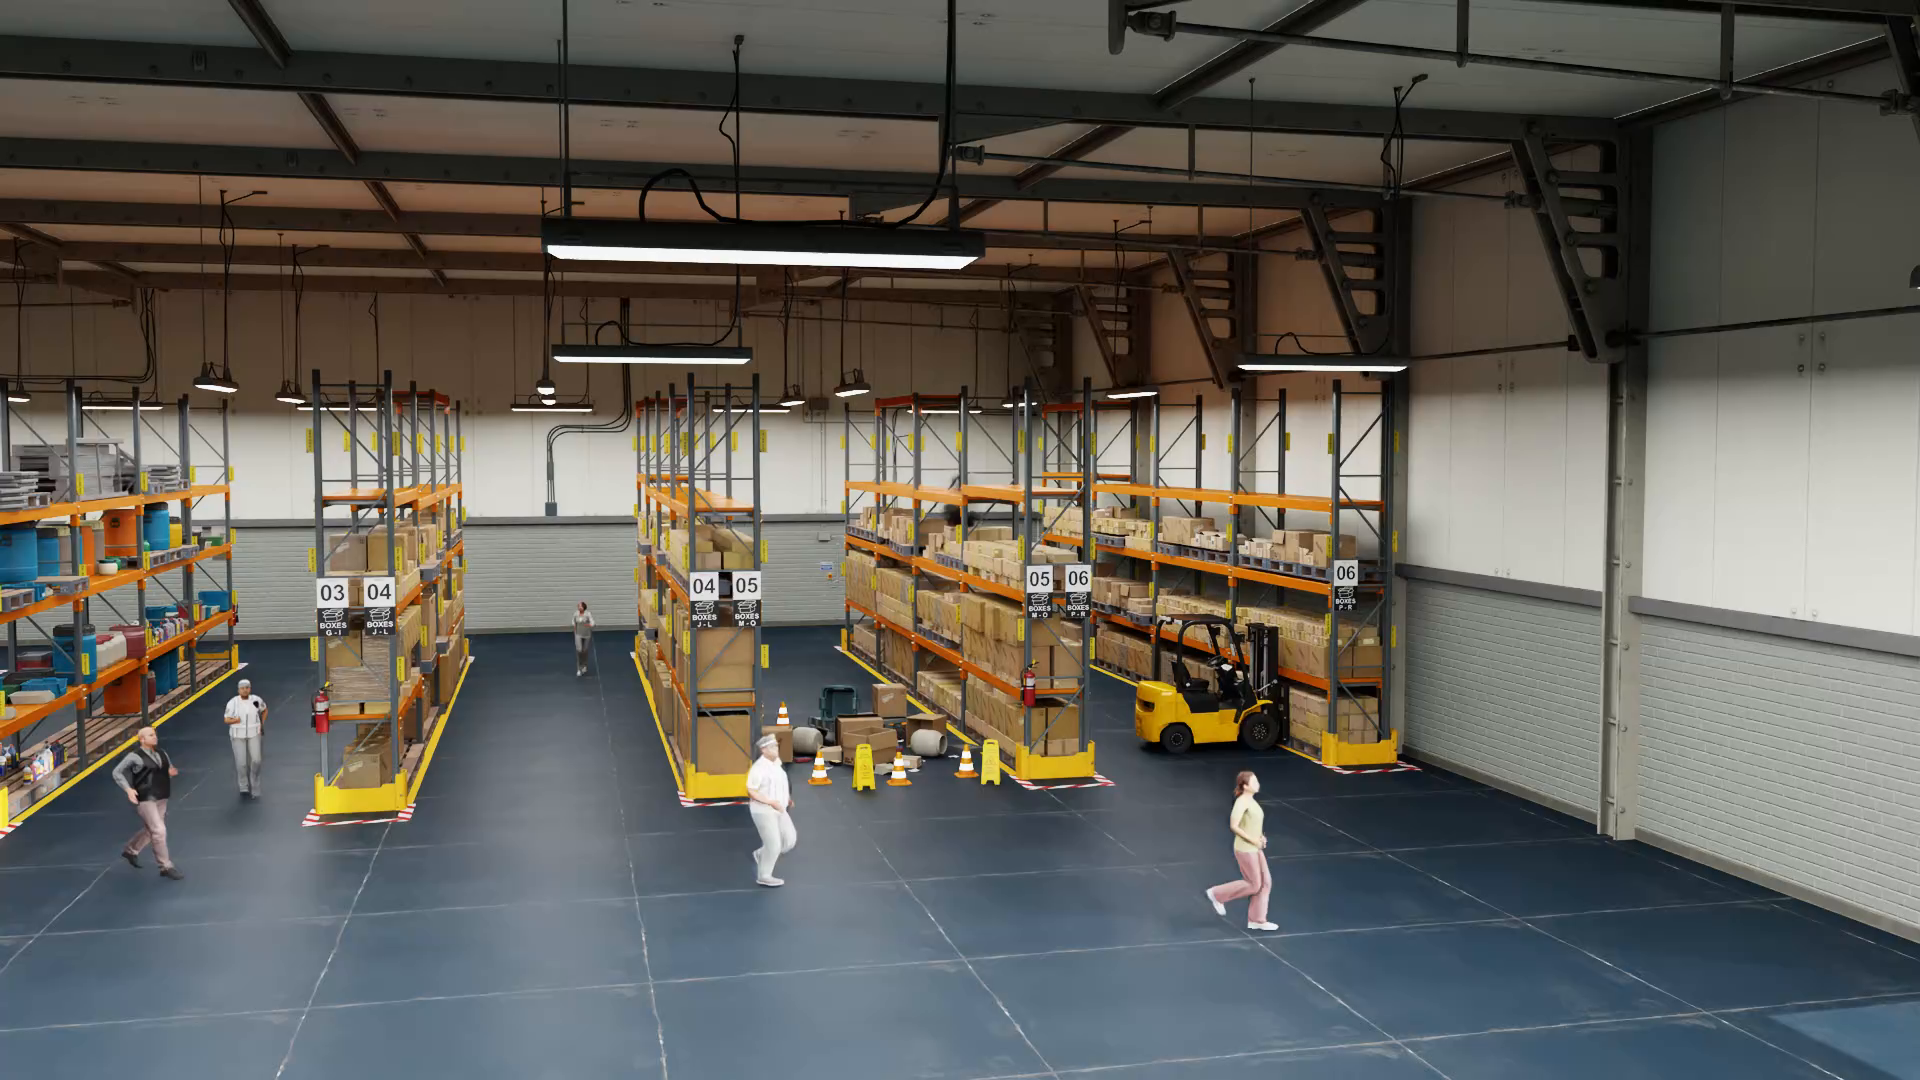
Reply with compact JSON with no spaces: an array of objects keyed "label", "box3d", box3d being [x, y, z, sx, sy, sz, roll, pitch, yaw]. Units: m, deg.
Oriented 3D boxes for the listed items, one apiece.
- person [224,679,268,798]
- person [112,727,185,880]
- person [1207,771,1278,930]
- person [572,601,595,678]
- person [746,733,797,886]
[{"label":"person","box3d":[-10.119,2.822,23.576,0.565,1.695,0.661,-2,4,-26]},{"label":"person","box3d":[-9.317,3.009,19.156,0.943,1.716,0.652,1,3,15]},{"label":"person","box3d":[2.932,3.189,17.181,0.733,1.633,0.573,1,4,22]},{"label":"person","box3d":[-8.136,2.138,35.948,0.509,1.650,0.721,0,3,-7]},{"label":"person","box3d":[-2.130,3.046,18.806,0.574,1.731,0.640,2,4,26]}]
